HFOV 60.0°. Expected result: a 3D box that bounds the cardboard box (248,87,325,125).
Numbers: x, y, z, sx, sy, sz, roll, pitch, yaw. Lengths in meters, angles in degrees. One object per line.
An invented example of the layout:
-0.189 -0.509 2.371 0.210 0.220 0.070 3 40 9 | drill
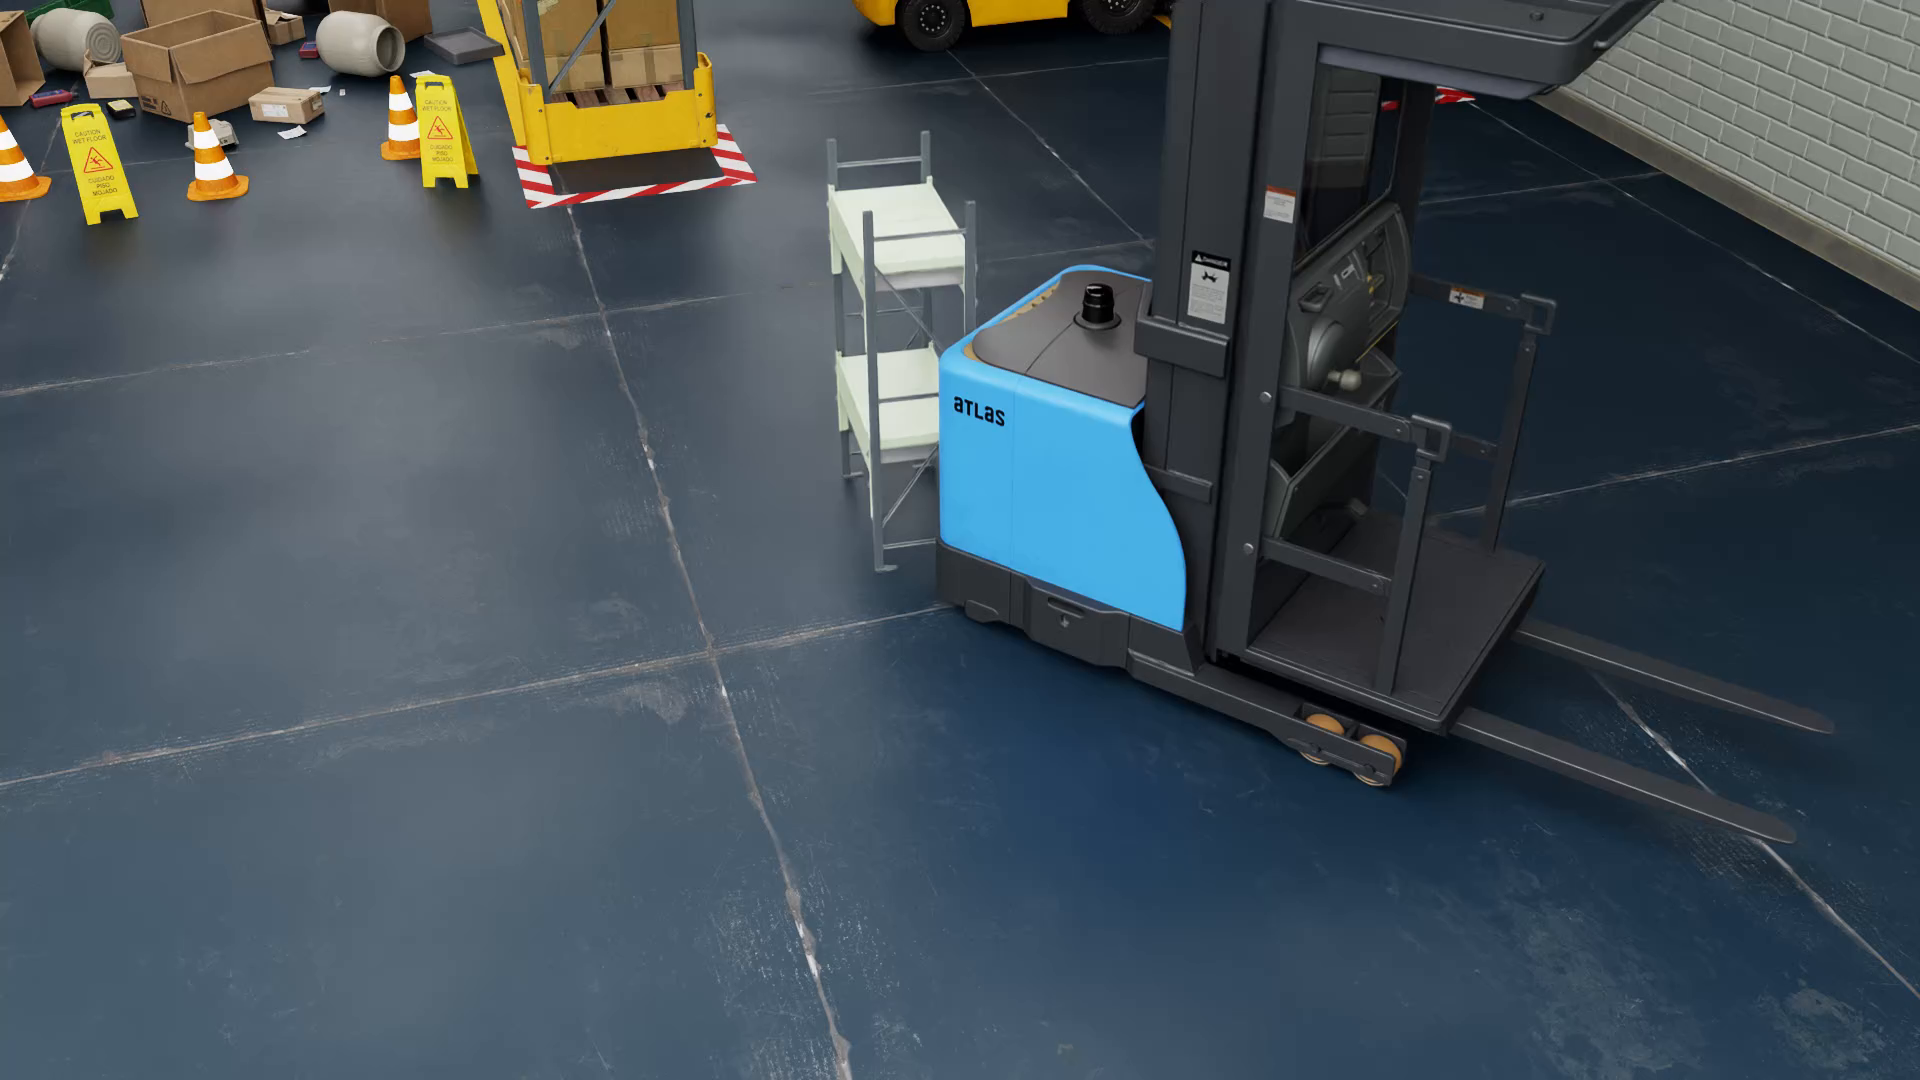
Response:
-4.430 -2.859 10.941 0.380 0.149 0.250 7 34 10 | cardboard box

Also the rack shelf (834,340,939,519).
-0.227 -0.456 6.670 0.431 0.370 0.720 -8 34 -11 | rack shelf

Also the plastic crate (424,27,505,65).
-3.629 -3.620 12.155 0.402 0.080 0.583 -23 40 -31 | plastic crate

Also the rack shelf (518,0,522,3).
-2.717 -4.450 11.416 1.077 0.370 4.000 -10 35 -15 | rack shelf

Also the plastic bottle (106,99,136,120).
-5.577 -2.865 11.030 0.133 0.061 0.283 -23 40 -31 | plastic bottle

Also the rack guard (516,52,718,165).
-2.130 -2.697 10.378 1.175 0.500 0.348 -10 35 -15 | rack guard

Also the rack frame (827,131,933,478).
-0.312 -0.924 6.788 0.400 1.500 0.023 -8 34 -11 | rack frame

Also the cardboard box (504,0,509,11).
-2.909 -3.957 11.451 0.500 0.500 0.500 -11 35 -16 | cardboard box

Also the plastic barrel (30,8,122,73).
-6.203 -3.502 11.666 0.512 0.421 0.421 13 36 18 | plastic barrel

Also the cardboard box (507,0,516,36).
-2.762 -3.691 11.048 0.500 0.500 0.500 -9 34 -13 | cardboard box

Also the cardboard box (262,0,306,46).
-5.122 -3.871 12.367 0.396 0.266 0.258 19 38 26 | cardboard box

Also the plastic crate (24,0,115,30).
-6.710 -3.894 12.421 0.450 0.188 0.662 -2 32 16 | plastic crate

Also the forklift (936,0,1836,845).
1.419 -0.743 5.217 3.031 2.935 1.130 20 38 28 | forklift

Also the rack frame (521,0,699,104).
-2.107 -3.700 9.628 1.000 3.000 0.127 -10 35 -15 | rack frame

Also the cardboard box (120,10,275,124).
-5.054 -3.155 11.068 0.637 0.503 0.797 19 38 26 | cardboard box

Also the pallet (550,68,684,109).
-2.344 -3.009 11.112 1.003 0.211 1.213 -10 35 -15 | pallet

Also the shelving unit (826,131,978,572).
-0.227 -0.728 6.491 0.431 1.500 0.755 -8 34 -11 | shelving unit

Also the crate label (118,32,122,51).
-6.280 -3.639 12.132 0.250 0.136 0.298 19 38 26 | crate label

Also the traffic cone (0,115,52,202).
-5.600 -2.274 9.771 0.336 0.463 0.334 -10 35 -15 | traffic cone

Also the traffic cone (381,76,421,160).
-3.466 -2.650 10.341 0.336 0.463 0.334 -10 35 -15 | traffic cone

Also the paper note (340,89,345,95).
-4.225 -3.063 11.376 0.032 0.001 0.123 -10 35 -15 | paper note

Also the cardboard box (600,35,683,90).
-2.089 -3.198 10.982 0.500 0.250 0.500 -10 35 -15 | cardboard box

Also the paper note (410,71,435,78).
-3.770 -3.274 11.676 0.142 0.019 0.148 -23 40 -31 | paper note

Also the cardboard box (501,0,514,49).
-2.925 -3.654 11.672 0.500 0.250 0.500 -11 35 -16 | cardboard box

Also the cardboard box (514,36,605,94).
-2.617 -3.120 10.864 0.500 0.250 0.500 -10 35 -15 | cardboard box

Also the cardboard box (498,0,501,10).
-3.230 -4.195 12.490 0.500 0.250 0.500 -8 34 -12 | cardboard box

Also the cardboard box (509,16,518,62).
-2.760 -3.380 11.258 0.500 0.250 0.500 -10 35 -15 | cardboard box

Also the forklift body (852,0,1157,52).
0.303 -4.871 12.171 2.313 2.155 1.214 -10 35 -15 | forklift body

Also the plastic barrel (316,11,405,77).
-4.179 -3.455 11.595 0.512 0.421 0.421 13 36 18 | plastic barrel

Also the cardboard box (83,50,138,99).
-5.732 -3.181 11.323 0.396 0.266 0.258 -4 34 -6 | cardboard box

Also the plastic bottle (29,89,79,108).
-6.106 -2.983 11.208 0.283 0.061 0.133 -23 40 -31 | plastic bottle

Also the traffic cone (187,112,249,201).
-4.420 -2.285 9.789 0.336 0.463 0.334 -10 35 -15 | traffic cone

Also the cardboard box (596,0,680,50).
-2.097 -3.523 10.794 0.500 0.500 0.500 -11 35 -16 | cardboard box

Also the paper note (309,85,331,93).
-4.407 -3.089 11.408 0.148 0.019 0.142 1 33 2 | paper note

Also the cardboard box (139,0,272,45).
-5.347 -3.701 11.771 0.797 0.637 0.503 -10 35 -15 | cardboard box

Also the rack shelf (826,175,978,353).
-0.227 -1.053 6.276 0.431 0.370 0.720 -8 34 -11 | rack shelf

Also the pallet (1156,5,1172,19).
1.978 -4.407 13.228 1.003 0.211 1.213 -10 35 -15 | pallet

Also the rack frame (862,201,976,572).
-0.141 -0.531 6.194 0.400 1.500 0.023 -8 34 -11 | rack frame

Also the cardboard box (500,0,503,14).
-3.066 -3.916 12.069 0.500 0.250 0.500 -10 35 -15 | cardboard box

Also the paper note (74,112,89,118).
-5.809 -2.806 10.988 0.032 0.001 0.123 7 34 10 | paper note

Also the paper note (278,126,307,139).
-4.291 -2.623 10.691 0.148 0.019 0.142 -23 40 -31 | paper note

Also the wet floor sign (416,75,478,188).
-3.068 -2.438 9.854 0.267 0.644 0.232 1 33 2 | wet floor sign

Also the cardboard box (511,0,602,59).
-2.599 -3.418 10.634 0.500 0.500 0.500 -10 35 -14 | cardboard box

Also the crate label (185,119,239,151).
-4.719 -2.552 10.487 0.298 0.136 0.250 27 42 34 | crate label

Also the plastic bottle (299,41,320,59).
-4.719 -3.581 12.114 0.133 0.061 0.283 -4 34 -6 | plastic bottle

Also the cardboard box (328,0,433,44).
-4.296 -3.967 12.297 0.500 0.500 0.500 13 36 18 | cardboard box

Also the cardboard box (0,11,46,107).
-6.559 -3.230 11.183 0.500 0.500 0.500 -4 34 -6 | cardboard box

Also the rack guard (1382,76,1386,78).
2.627 -3.481 11.565 1.175 0.500 0.348 -10 35 -15 | rack guard

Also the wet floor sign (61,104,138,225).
-4.896 -2.150 9.418 0.267 0.644 0.232 -16 37 -23 | wet floor sign
